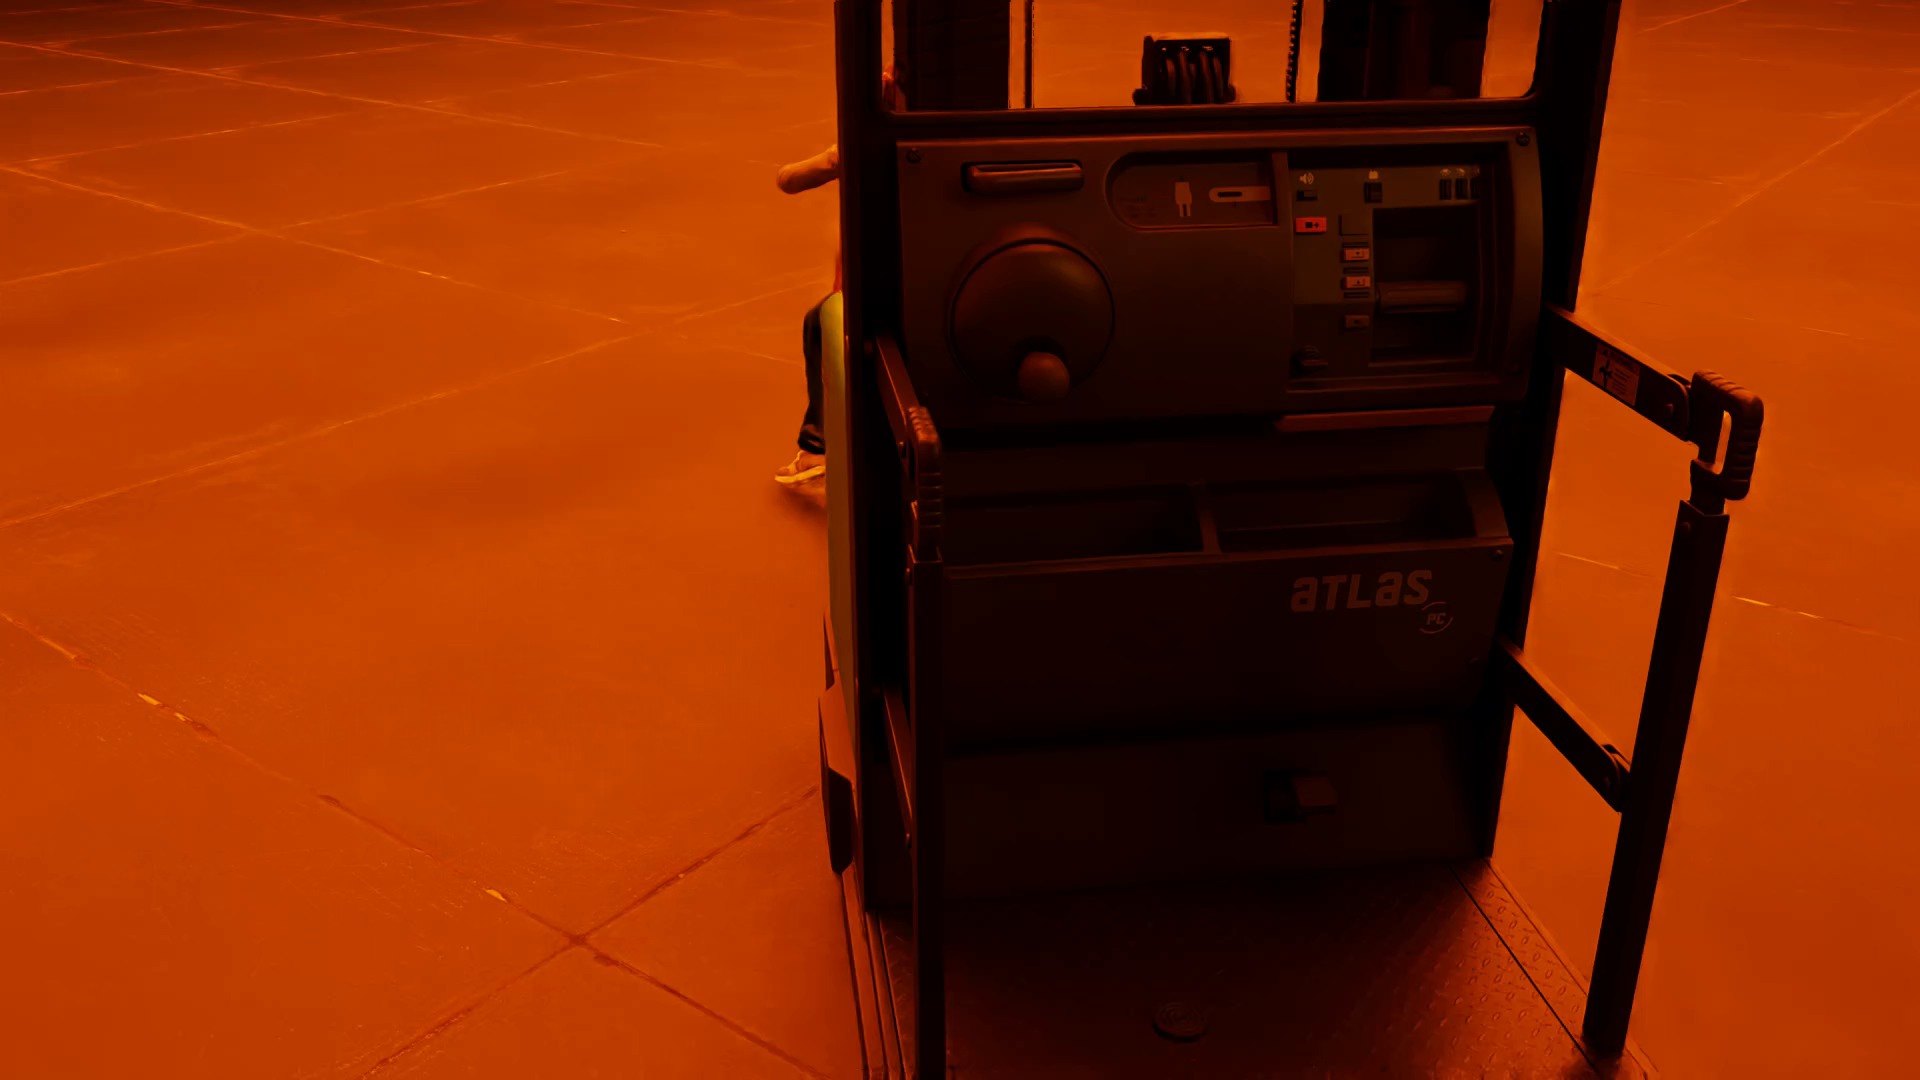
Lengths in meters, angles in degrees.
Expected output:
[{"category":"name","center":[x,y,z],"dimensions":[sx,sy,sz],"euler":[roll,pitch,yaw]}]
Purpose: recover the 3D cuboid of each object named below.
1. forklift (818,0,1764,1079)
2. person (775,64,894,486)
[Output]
[{"category":"forklift","center":[0.409,-0.361,2.161],"dimensions":[1.130,2.935,3.031],"euler":[-3,24,-8]},{"category":"person","center":[-0.141,-0.767,5.063],"dimensions":[0.914,1.366,0.662],"euler":[7,24,16]}]
